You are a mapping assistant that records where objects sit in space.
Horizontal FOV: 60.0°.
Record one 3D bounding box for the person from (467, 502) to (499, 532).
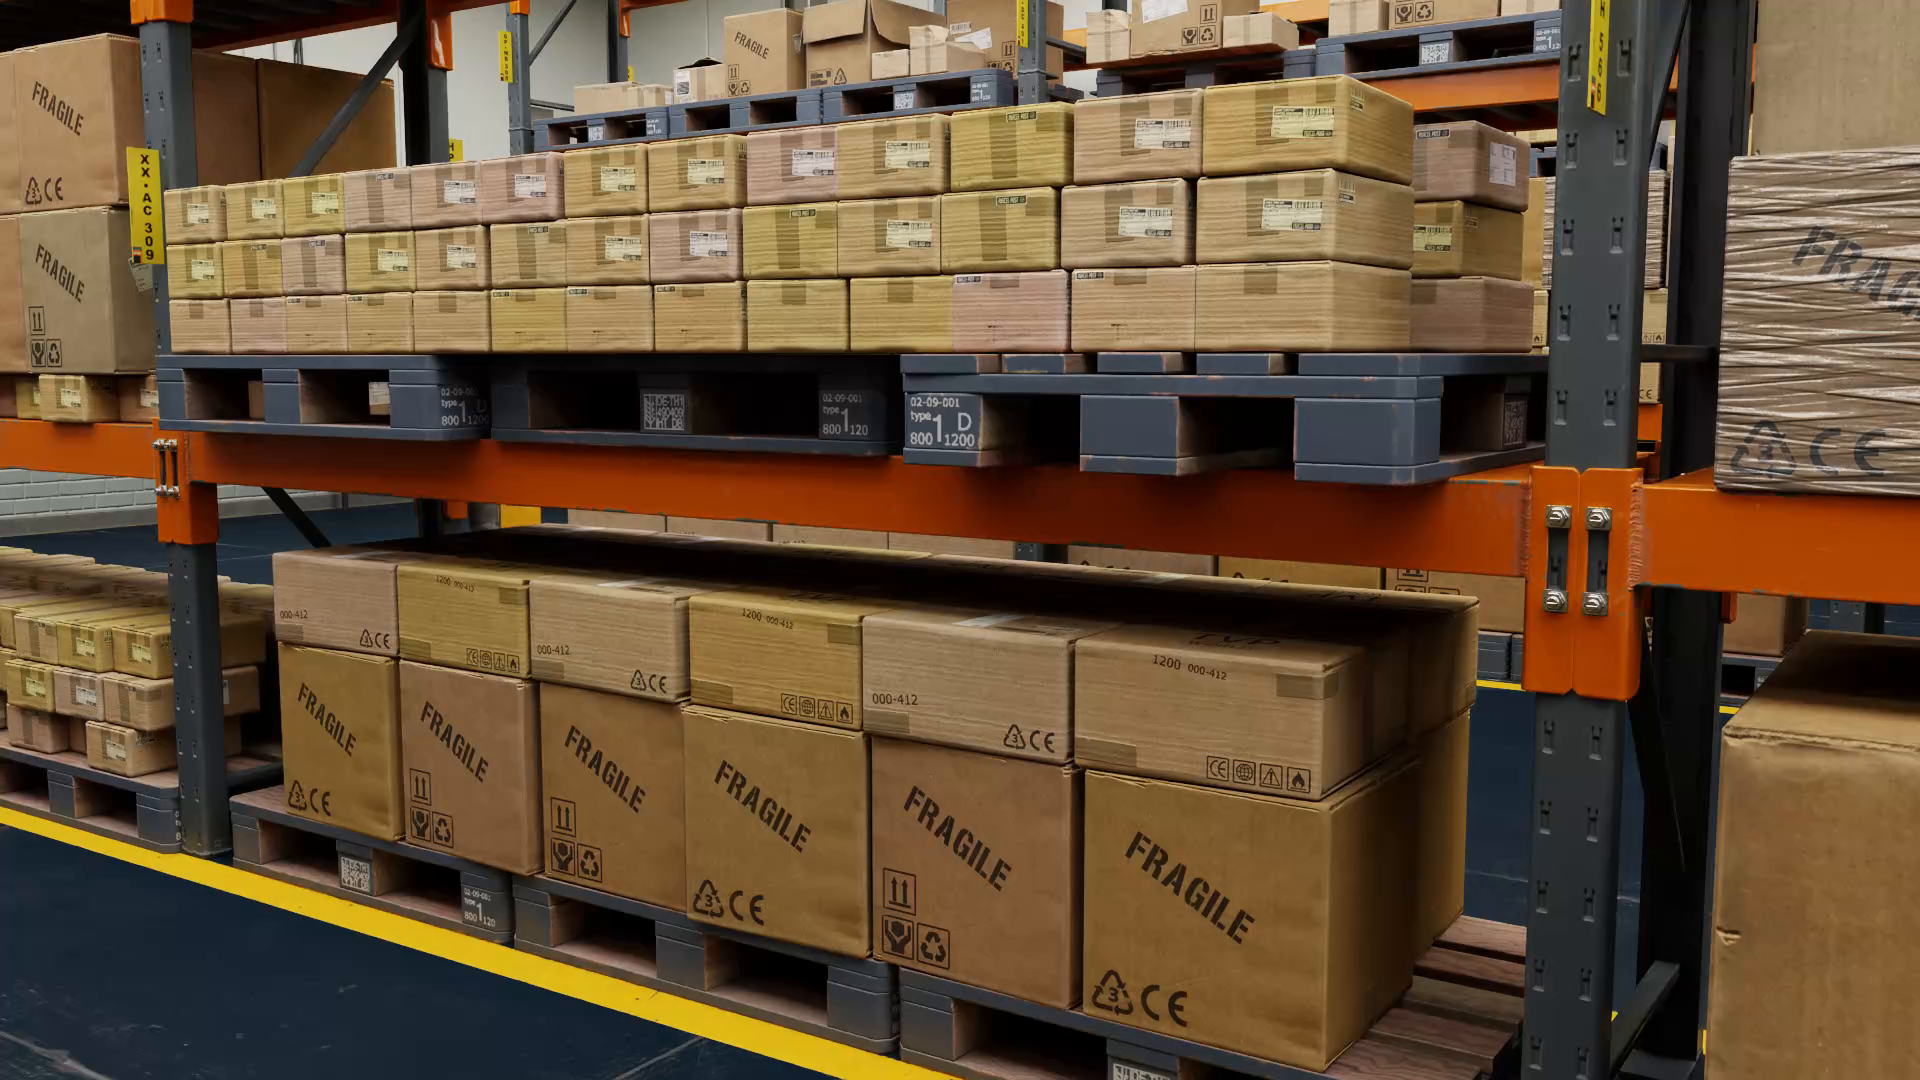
[{"bbox_3d":[-2.814,-0.440,9.521,0.528,1.754,0.606,-5,8,-39],"label":"person"}]
